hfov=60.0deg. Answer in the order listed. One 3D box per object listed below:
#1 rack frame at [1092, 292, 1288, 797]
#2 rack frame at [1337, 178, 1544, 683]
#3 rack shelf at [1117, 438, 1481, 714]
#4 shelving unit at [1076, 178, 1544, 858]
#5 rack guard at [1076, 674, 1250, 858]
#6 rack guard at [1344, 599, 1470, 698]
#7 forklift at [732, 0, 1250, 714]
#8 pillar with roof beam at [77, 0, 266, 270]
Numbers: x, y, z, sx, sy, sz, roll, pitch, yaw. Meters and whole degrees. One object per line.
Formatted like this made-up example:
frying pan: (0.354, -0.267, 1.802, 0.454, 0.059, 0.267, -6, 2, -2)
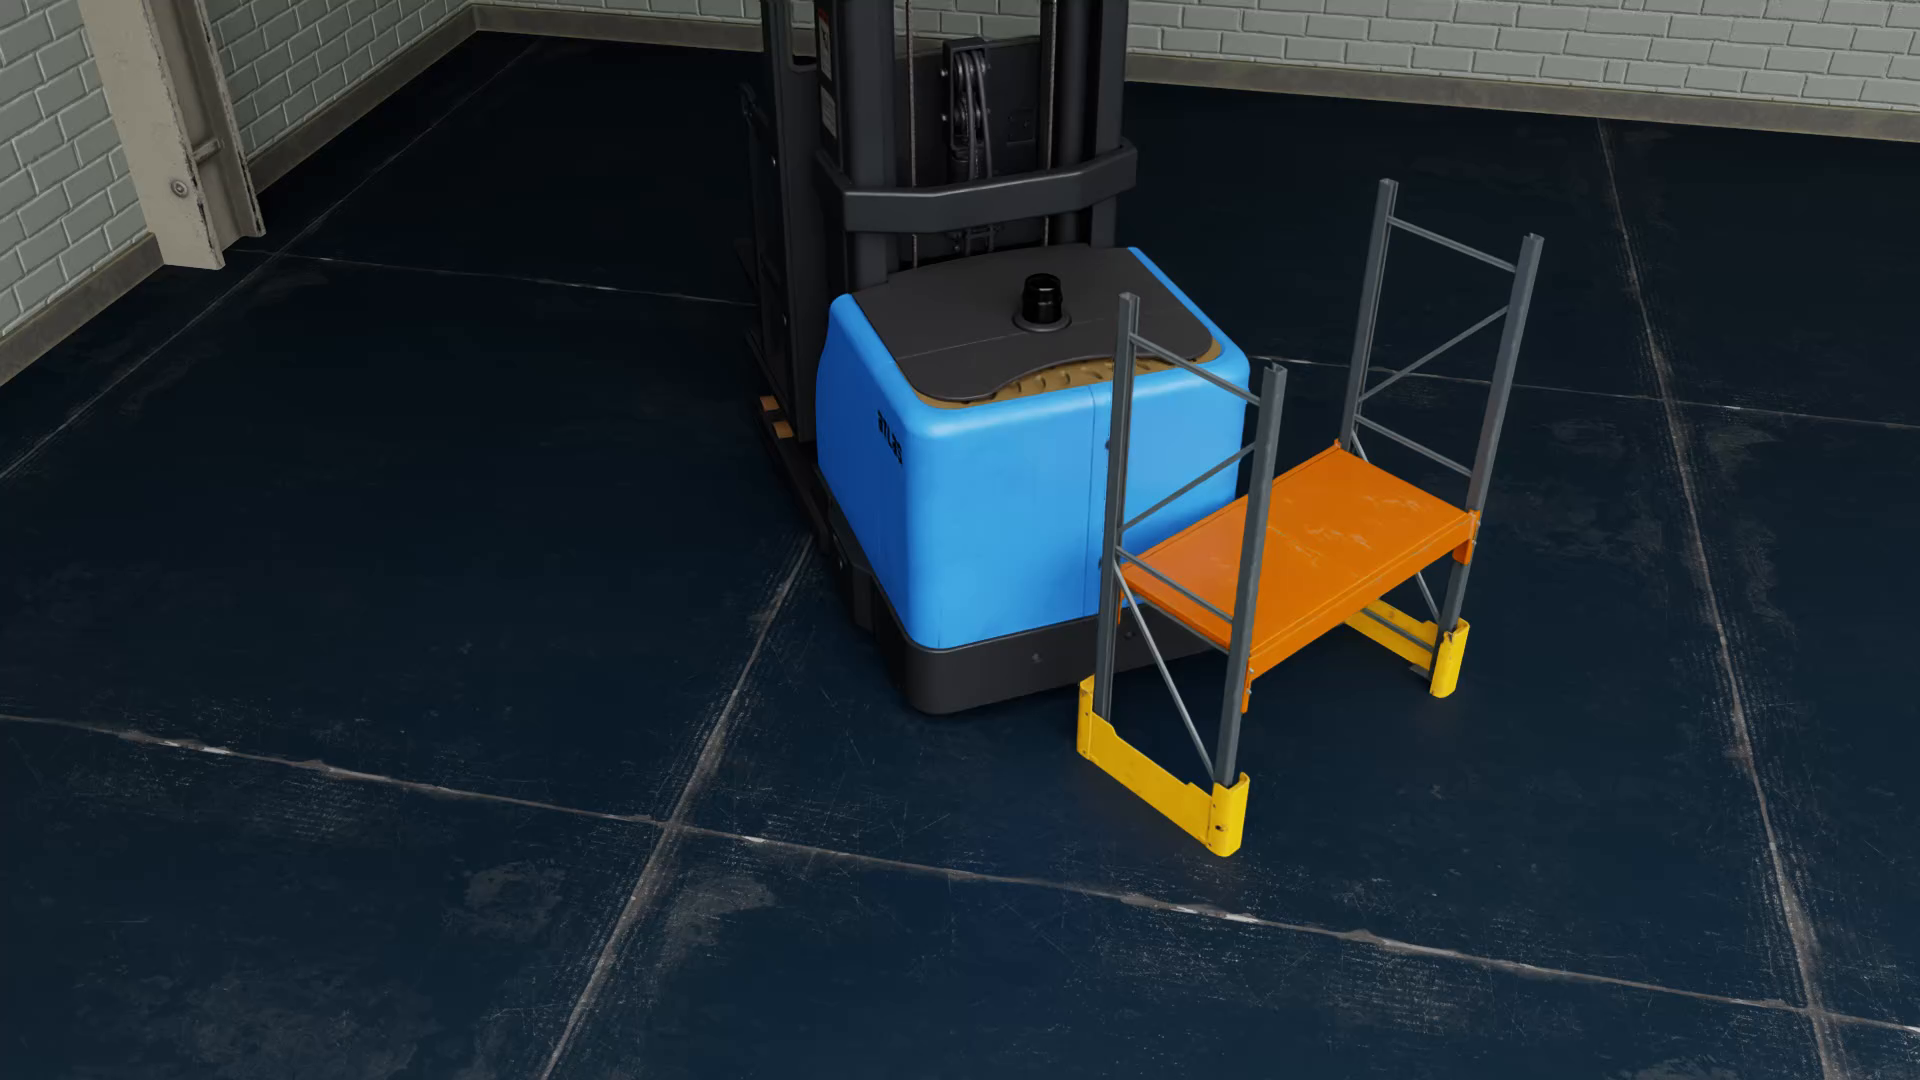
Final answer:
rack frame: (0.557, 0.122, 4.304, 0.032, 1.500, 0.500, -27, 44, -32)
rack frame: (1.323, -0.271, 4.846, 0.032, 1.500, 0.500, -27, 44, -32)
rack shelf: (0.940, 0.071, 4.681, 1.000, 0.185, 0.538, -27, 44, -32)
shelving unit: (0.933, -0.071, 4.570, 1.083, 1.500, 0.587, -27, 44, -32)
rack guard: (0.558, 0.627, 4.671, 0.087, 0.250, 0.587, -27, 44, -32)
rack guard: (1.308, 0.242, 5.203, 0.087, 0.250, 0.587, -27, 44, -32)
forklift: (-0.147, -1.535, 5.371, 1.130, 2.935, 3.031, -12, 38, -16)
pillar with roof beam: (0.795, -4.441, 4.209, 9.100, 9.000, 0.400, 7, 37, 10)
